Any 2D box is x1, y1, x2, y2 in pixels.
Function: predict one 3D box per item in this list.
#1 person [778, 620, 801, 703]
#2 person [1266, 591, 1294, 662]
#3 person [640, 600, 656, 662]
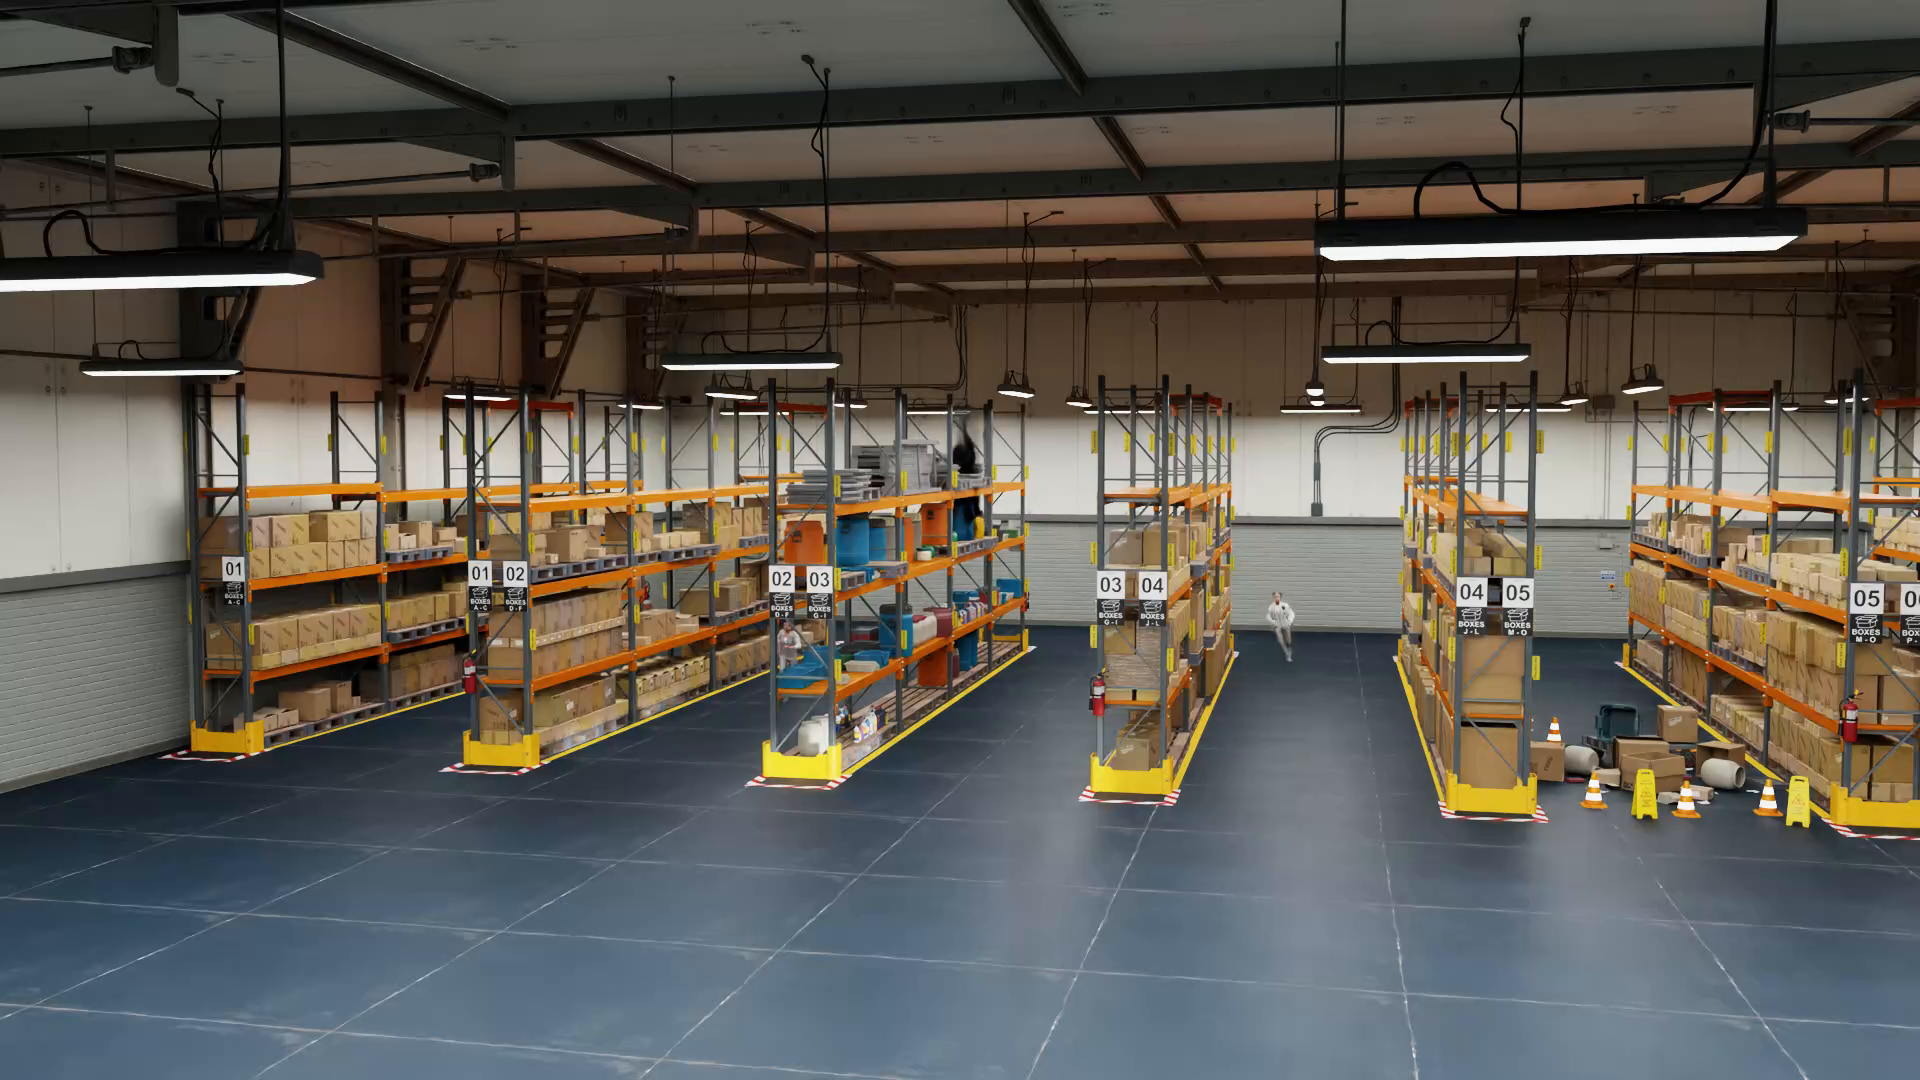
[{"bbox_3d":[-3.350,2.349,32.564,0.557,1.626,0.802,1,3,10],"label":"person"},{"bbox_3d":[7.418,1.989,38.533,0.635,1.612,0.544,1,3,13],"label":"person"},{"bbox_3d":[-6.777,2.121,36.107,0.581,1.658,0.638,1,3,13],"label":"person"}]
